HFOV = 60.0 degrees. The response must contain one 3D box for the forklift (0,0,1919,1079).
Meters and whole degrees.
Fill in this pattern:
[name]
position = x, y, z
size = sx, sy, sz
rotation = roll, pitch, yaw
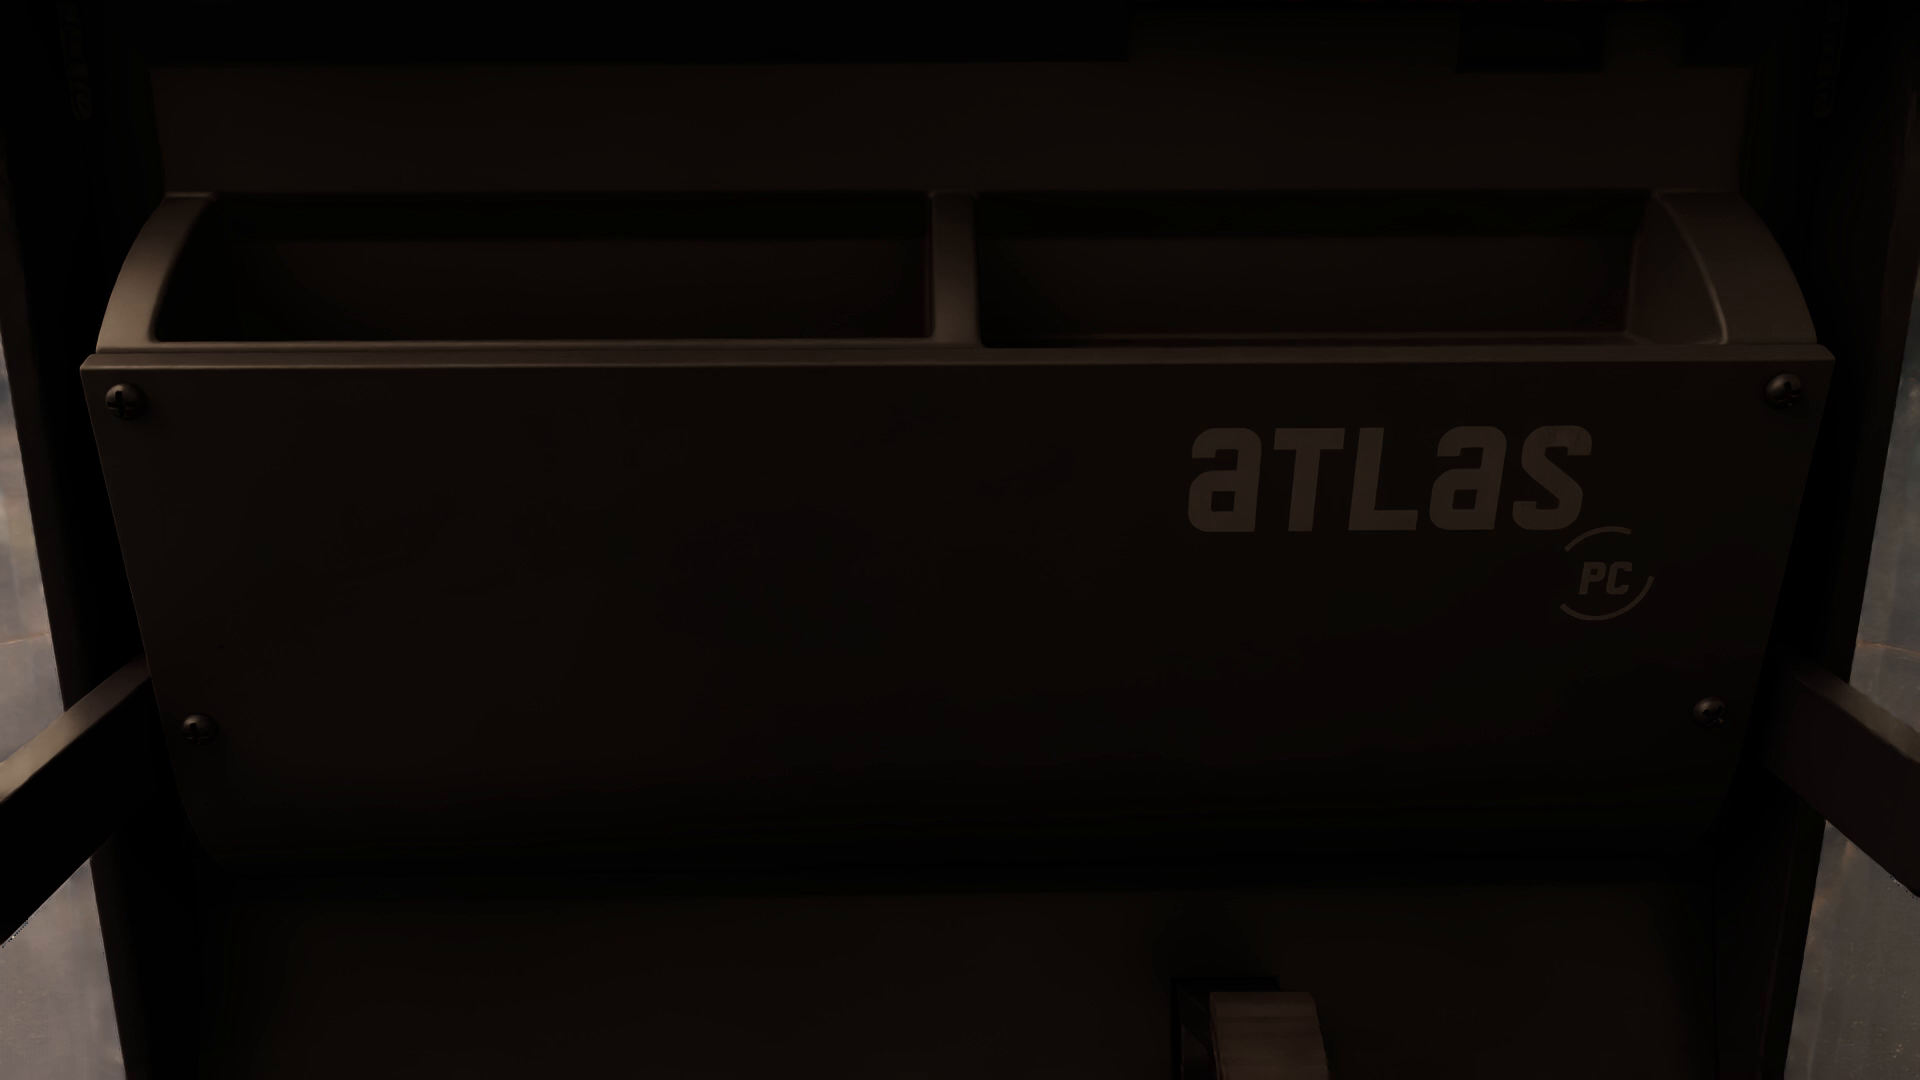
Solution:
[forklift]
position = 0.012, -0.519, 0.608
size = 1.130, 2.935, 3.031
rotation = 0, 17, -2
